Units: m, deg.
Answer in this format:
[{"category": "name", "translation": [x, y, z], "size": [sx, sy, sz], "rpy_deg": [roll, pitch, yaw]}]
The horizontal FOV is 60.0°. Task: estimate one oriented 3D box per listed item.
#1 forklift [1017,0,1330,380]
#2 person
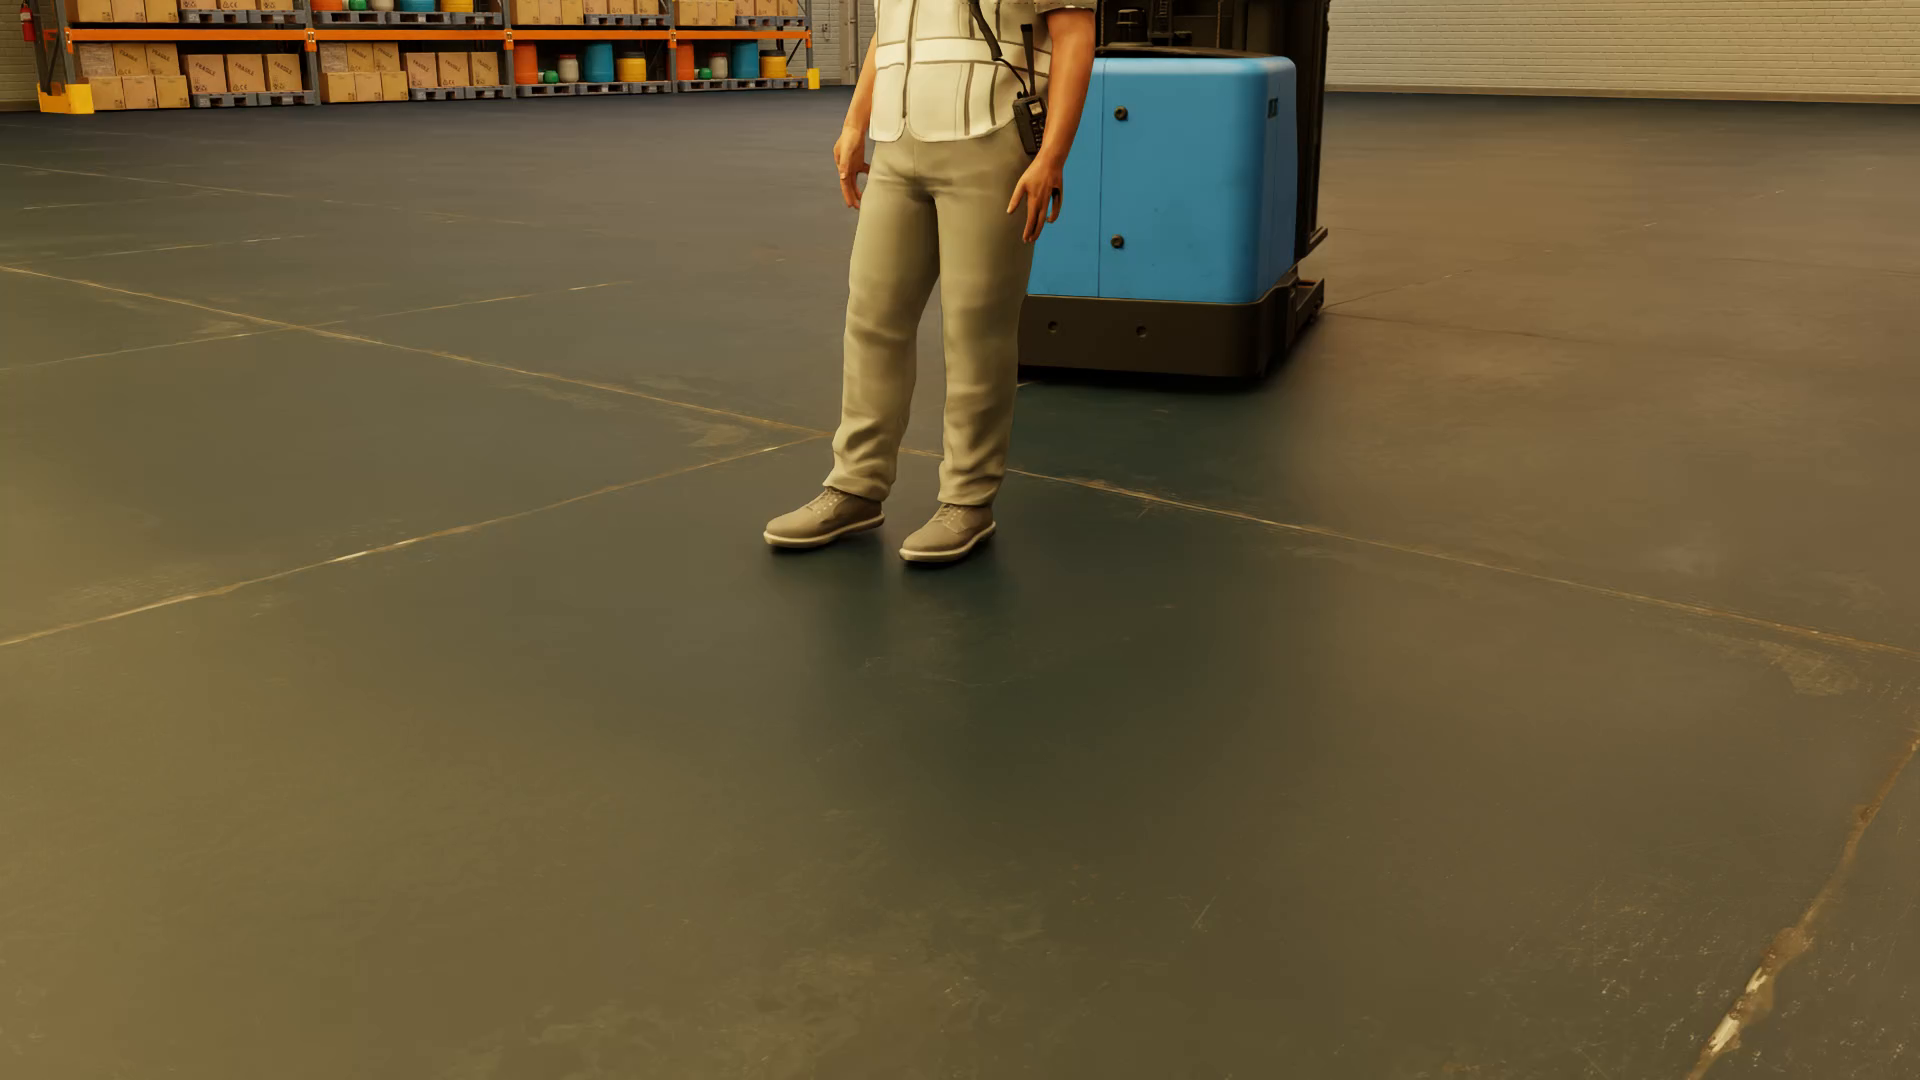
[{"category": "forklift", "translation": [0.920, -2.323, 6.548], "size": [1.130, 2.935, 3.031], "rpy_deg": [5, 18, 17]}, {"category": "person", "translation": [-0.058, -0.844, 3.630], "size": [0.641, 1.779, 0.574], "rpy_deg": [13, 21, 37]}]
